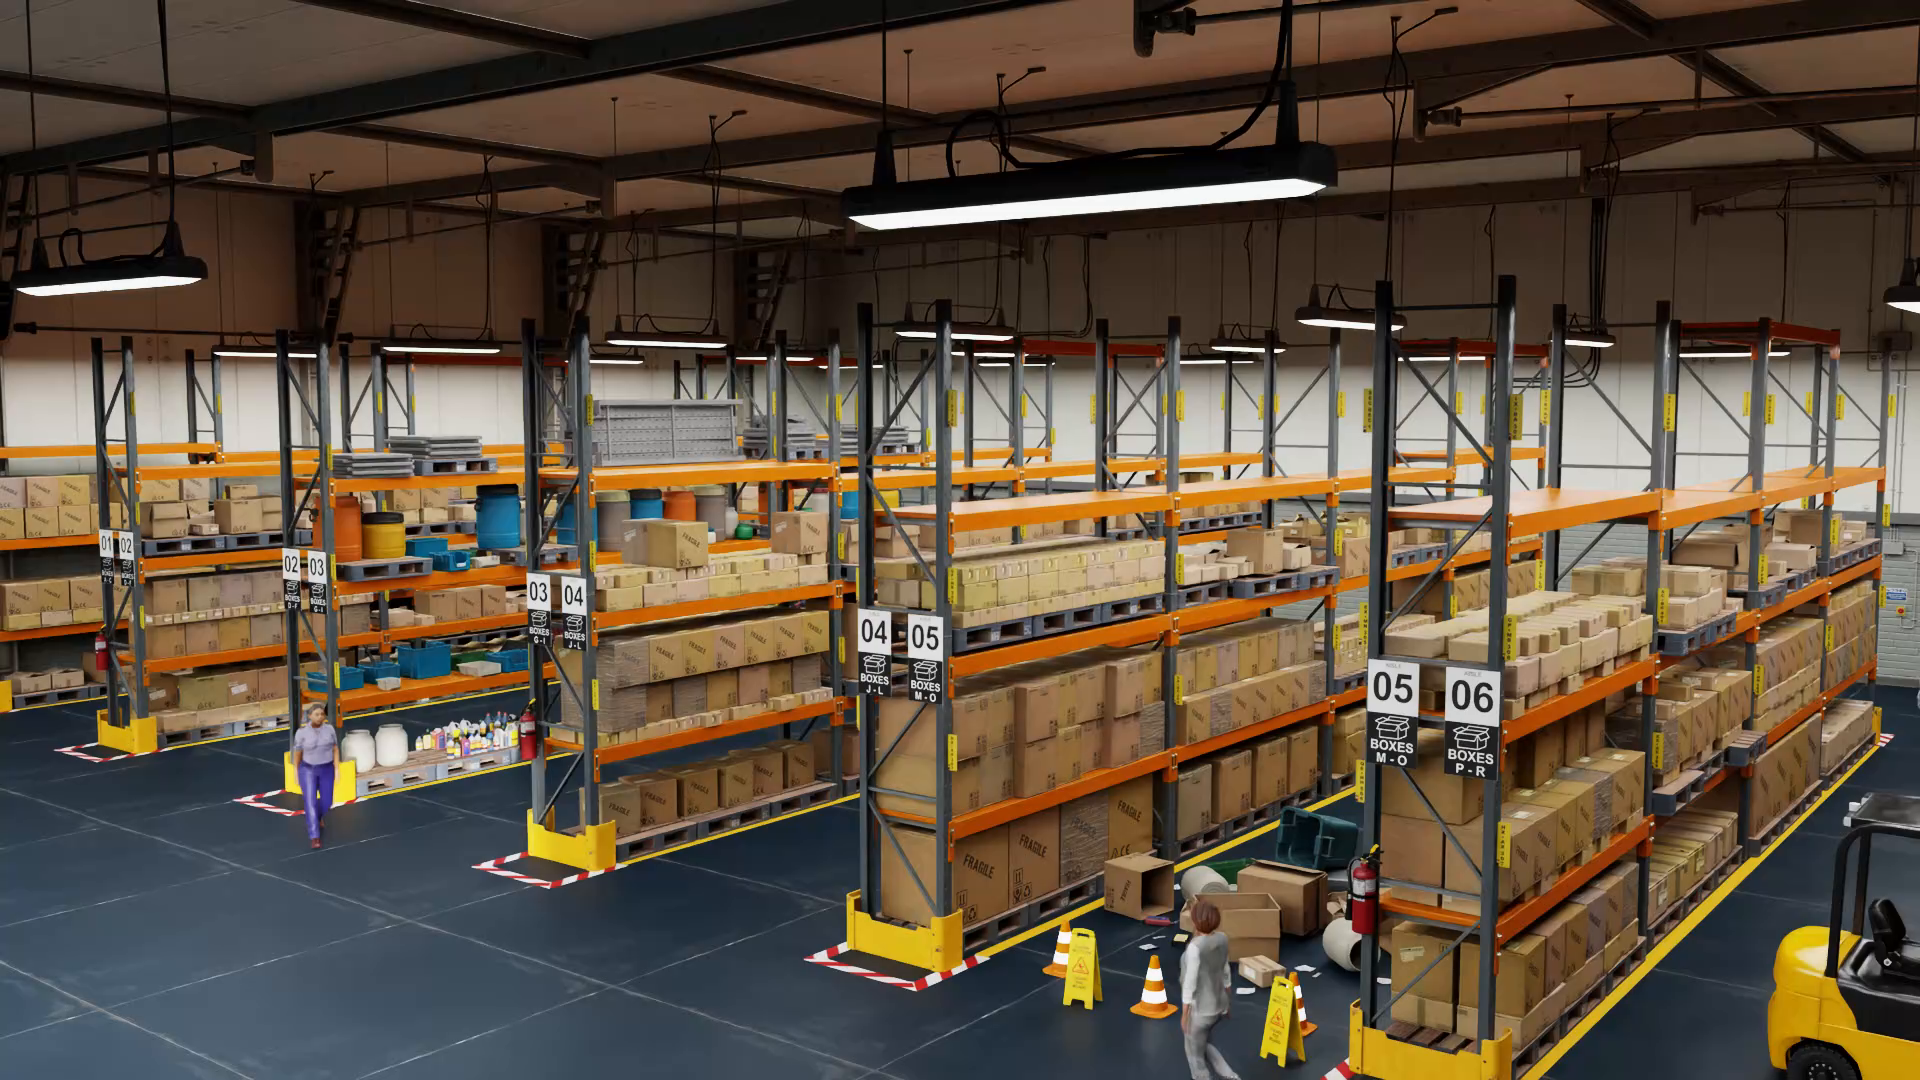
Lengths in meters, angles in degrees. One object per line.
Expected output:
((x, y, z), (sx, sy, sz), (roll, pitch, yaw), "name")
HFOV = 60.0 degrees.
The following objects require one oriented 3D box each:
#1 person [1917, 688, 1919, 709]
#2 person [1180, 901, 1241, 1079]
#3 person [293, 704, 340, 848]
((14.673, 2.104, 24.914), (0.641, 1.784, 0.612), (-1, 5, -6), "person")
((1.769, 3.346, 11.743), (0.477, 1.558, 0.423), (4, 6, 38), "person")
((-7.477, 2.697, 19.309), (0.511, 1.580, 1.014), (-5, 7, -43), "person")
